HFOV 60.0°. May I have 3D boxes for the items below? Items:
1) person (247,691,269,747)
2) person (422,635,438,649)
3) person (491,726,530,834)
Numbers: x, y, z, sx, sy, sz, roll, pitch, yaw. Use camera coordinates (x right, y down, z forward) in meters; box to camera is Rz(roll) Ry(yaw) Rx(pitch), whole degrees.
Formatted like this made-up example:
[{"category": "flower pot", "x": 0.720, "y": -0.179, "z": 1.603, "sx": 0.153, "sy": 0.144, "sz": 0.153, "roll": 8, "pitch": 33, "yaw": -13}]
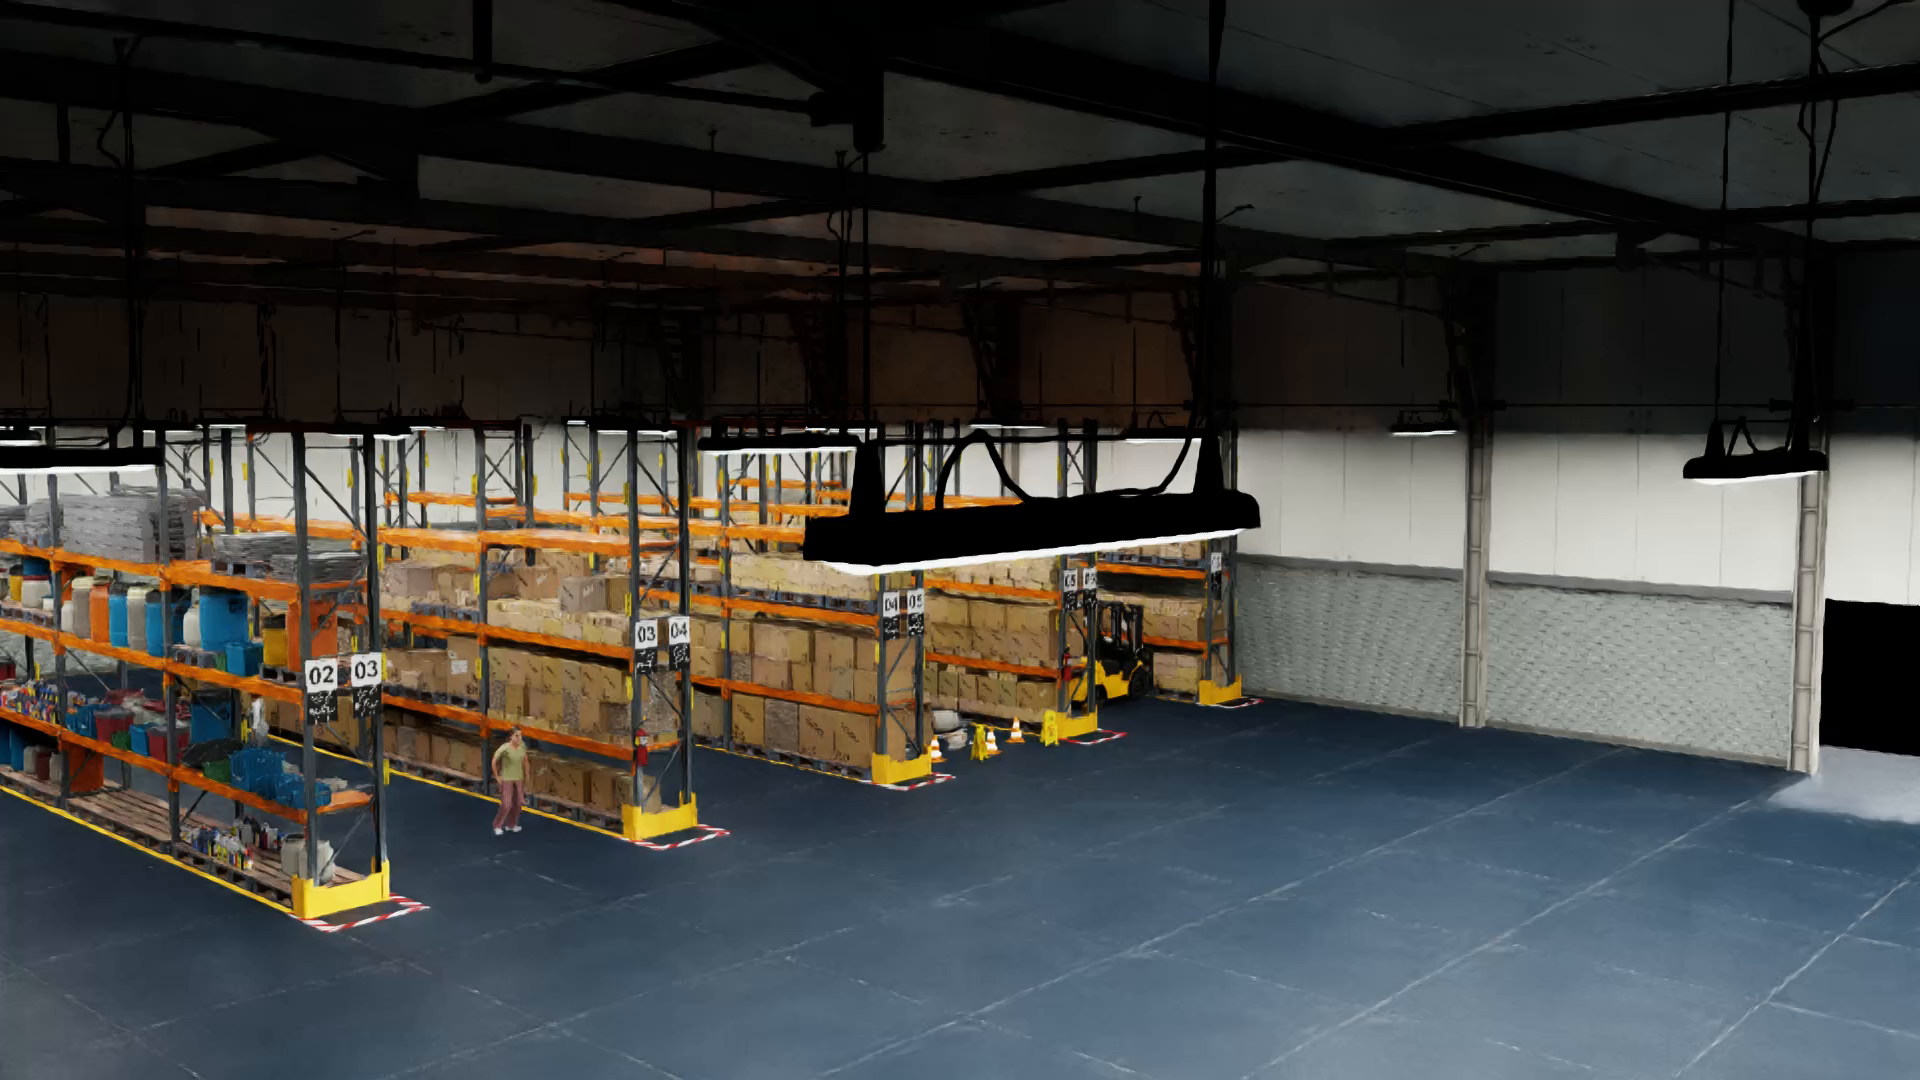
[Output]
[{"category": "person", "x": -11.838, "y": 3.235, "z": 27.999, "sx": 0.522, "sy": 1.591, "sz": 0.523, "roll": -2, "pitch": 5, "yaw": -20}, {"category": "person", "x": -13.827, "y": 1.994, "z": 43.125, "sx": 0.522, "sy": 1.649, "sz": 0.521, "roll": -1, "pitch": 5, "yaw": -10}, {"category": "person", "x": -6.627, "y": 3.527, "z": 24.516, "sx": 0.507, "sy": 1.619, "sz": 0.598, "roll": 4, "pitch": 6, "yaw": 40}]
